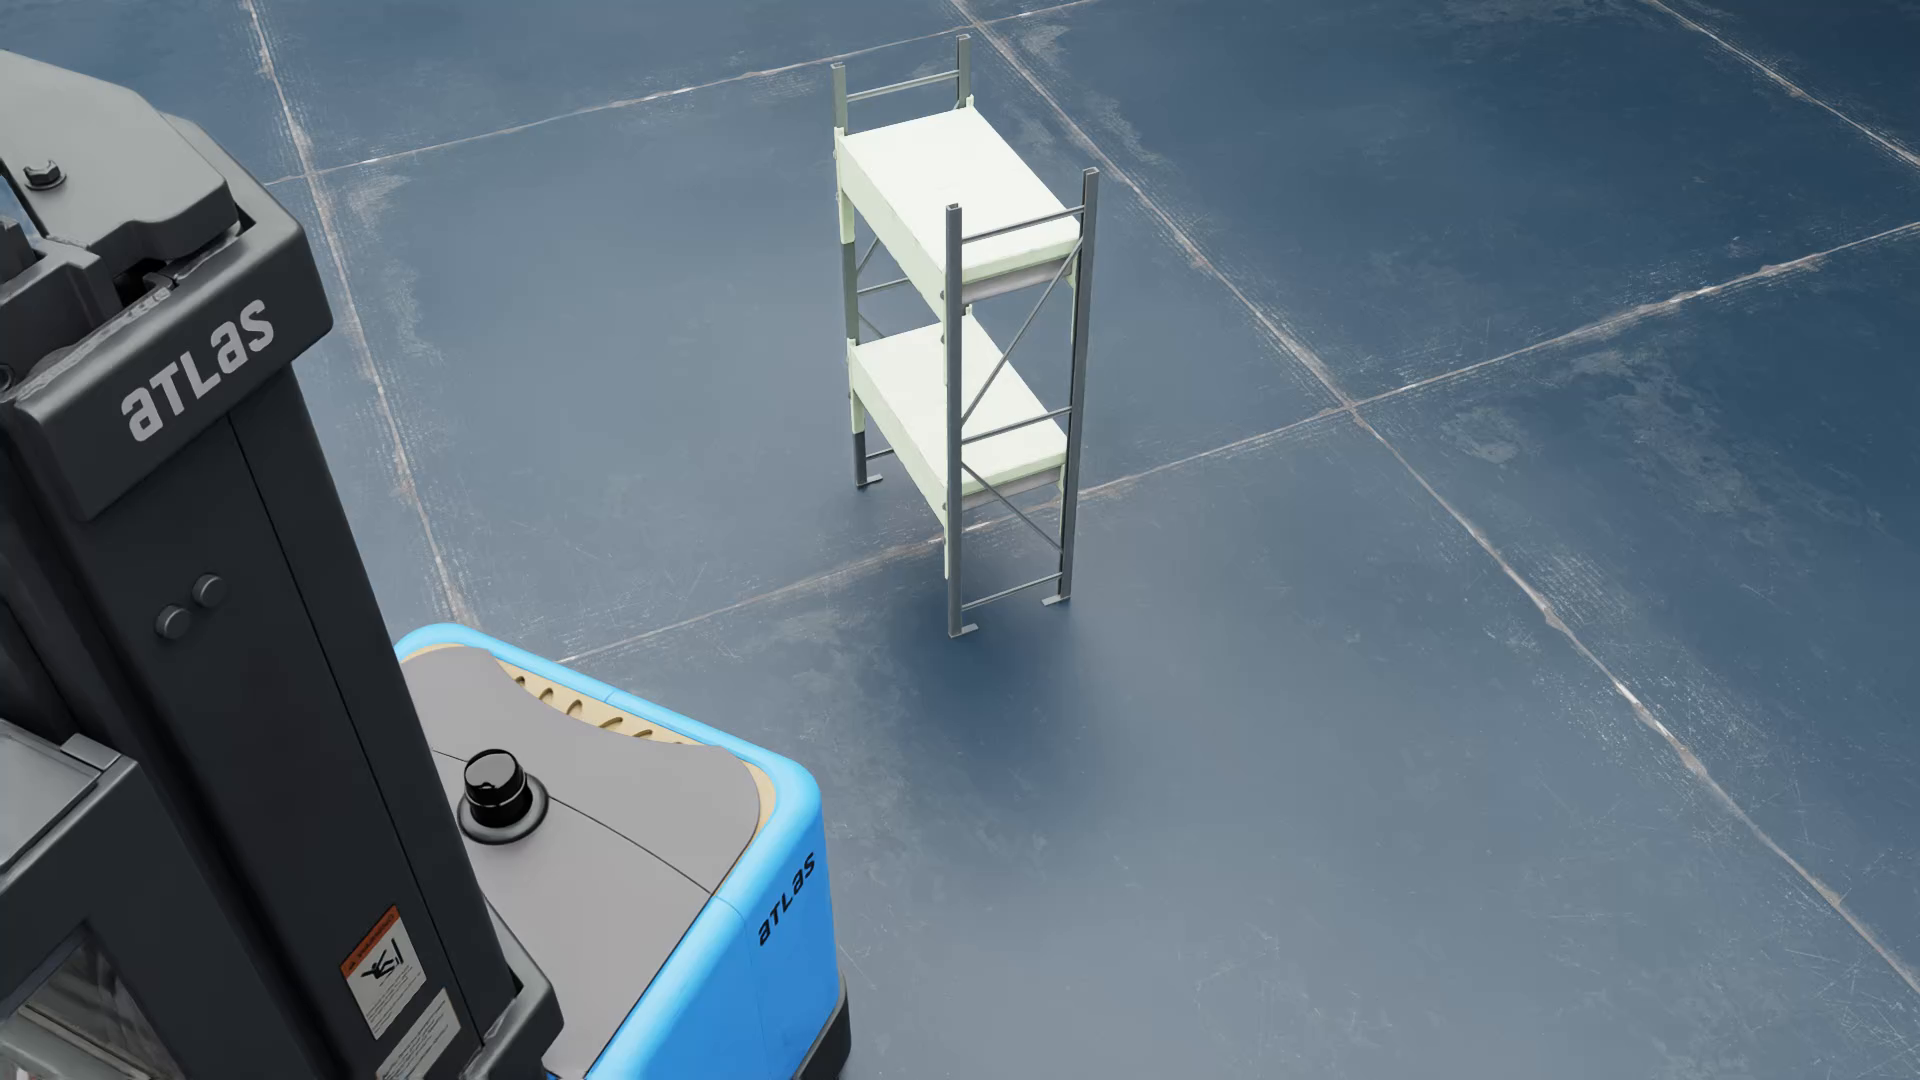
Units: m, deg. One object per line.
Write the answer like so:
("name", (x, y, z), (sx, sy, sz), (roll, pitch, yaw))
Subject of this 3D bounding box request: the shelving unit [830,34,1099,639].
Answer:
("shelving unit", (-0.003, -0.538, 4.728), (0.431, 1.500, 0.755), (-18, 47, -17))

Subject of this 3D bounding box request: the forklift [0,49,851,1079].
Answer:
("forklift", (-1.364, 0.955, 2.195), (1.130, 2.935, 3.031), (19, 48, 18))

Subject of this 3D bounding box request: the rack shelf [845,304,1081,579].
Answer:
("rack shelf", (-0.003, -0.306, 4.957), (0.431, 0.370, 0.720), (-18, 47, -17))

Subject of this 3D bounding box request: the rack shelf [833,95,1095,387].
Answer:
("rack shelf", (-0.003, -0.816, 4.453), (0.431, 0.370, 0.720), (-18, 47, -17))

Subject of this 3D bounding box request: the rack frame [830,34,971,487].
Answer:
("rack frame", (-0.157, -0.771, 4.964), (0.400, 1.500, 0.023), (-18, 47, -17))

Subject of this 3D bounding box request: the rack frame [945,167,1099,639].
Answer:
("rack frame", (0.151, -0.305, 4.491), (0.400, 1.500, 0.023), (-18, 47, -17))
